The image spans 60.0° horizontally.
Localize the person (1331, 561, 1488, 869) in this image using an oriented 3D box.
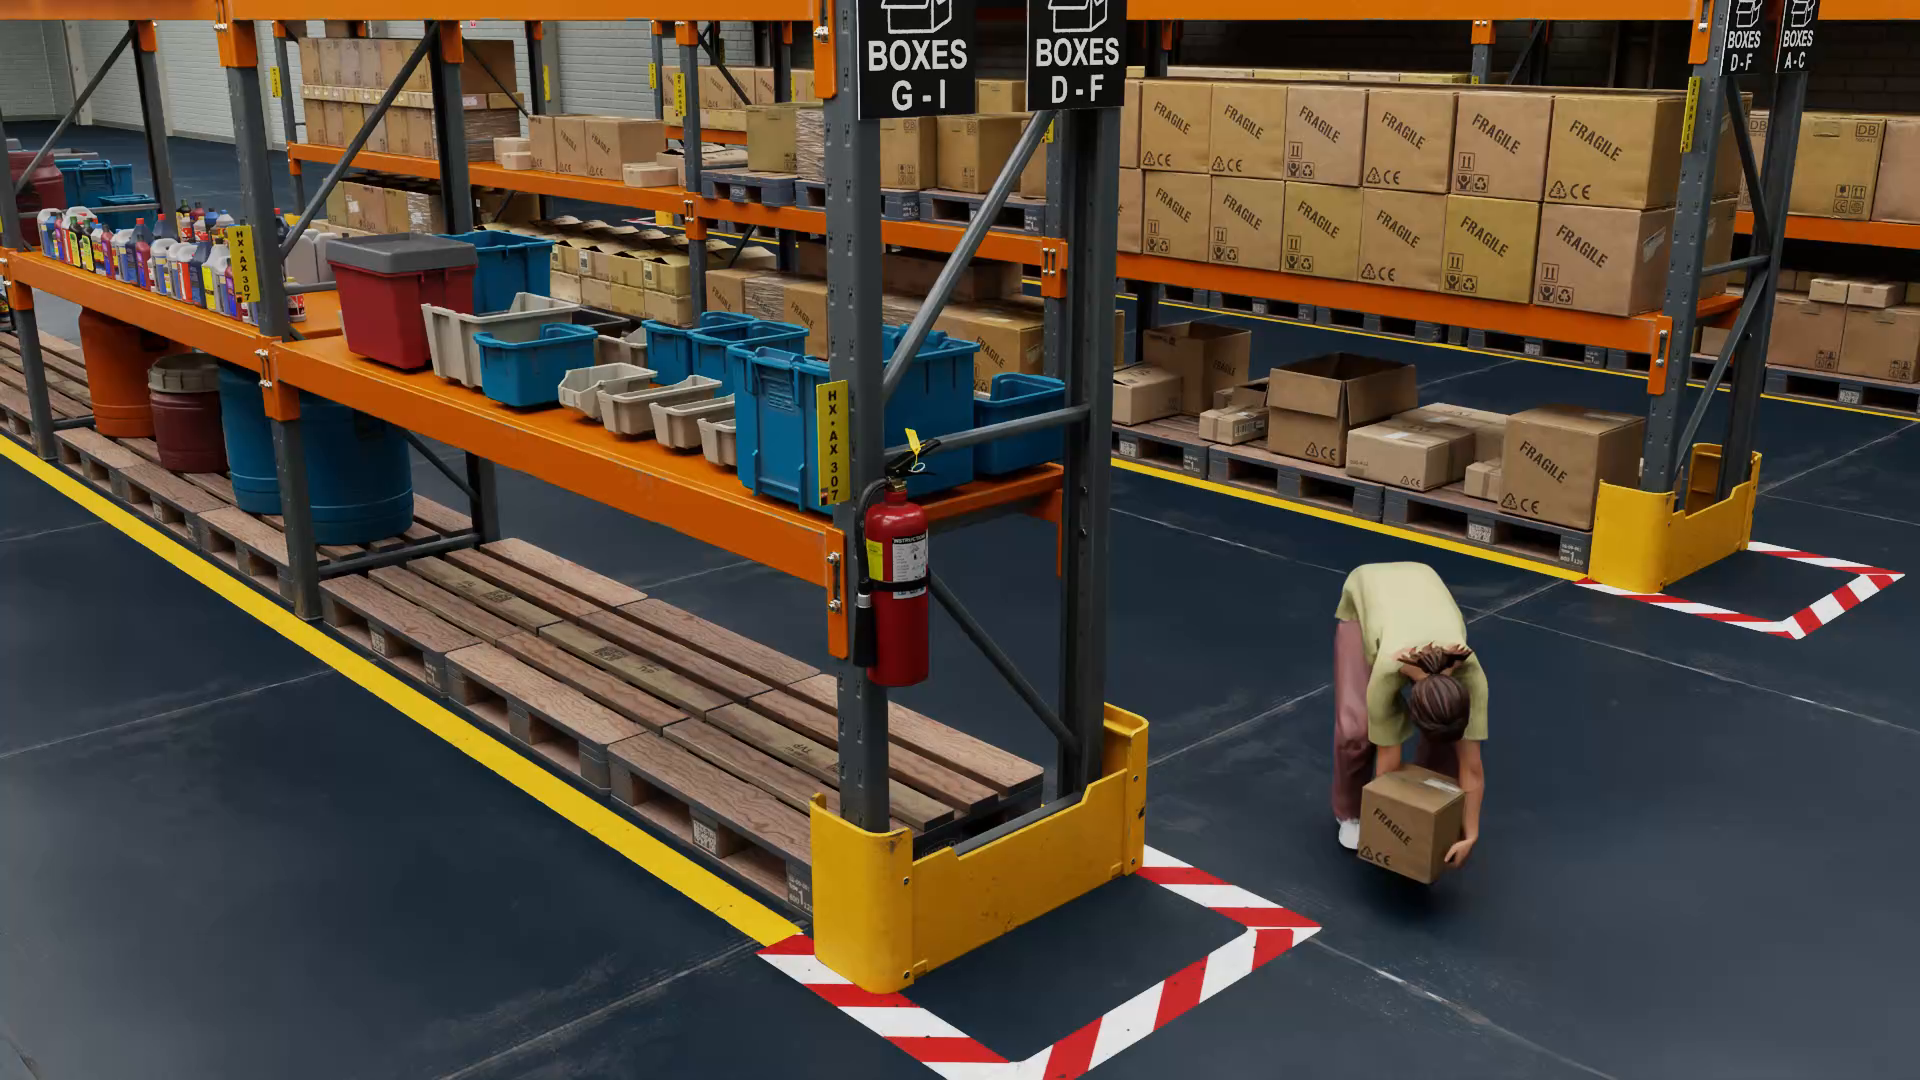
[{"bbox_3d":[1.446,0.630,5.352,0.461,0.889,0.854,0,17,-1],"label":"person"}]
